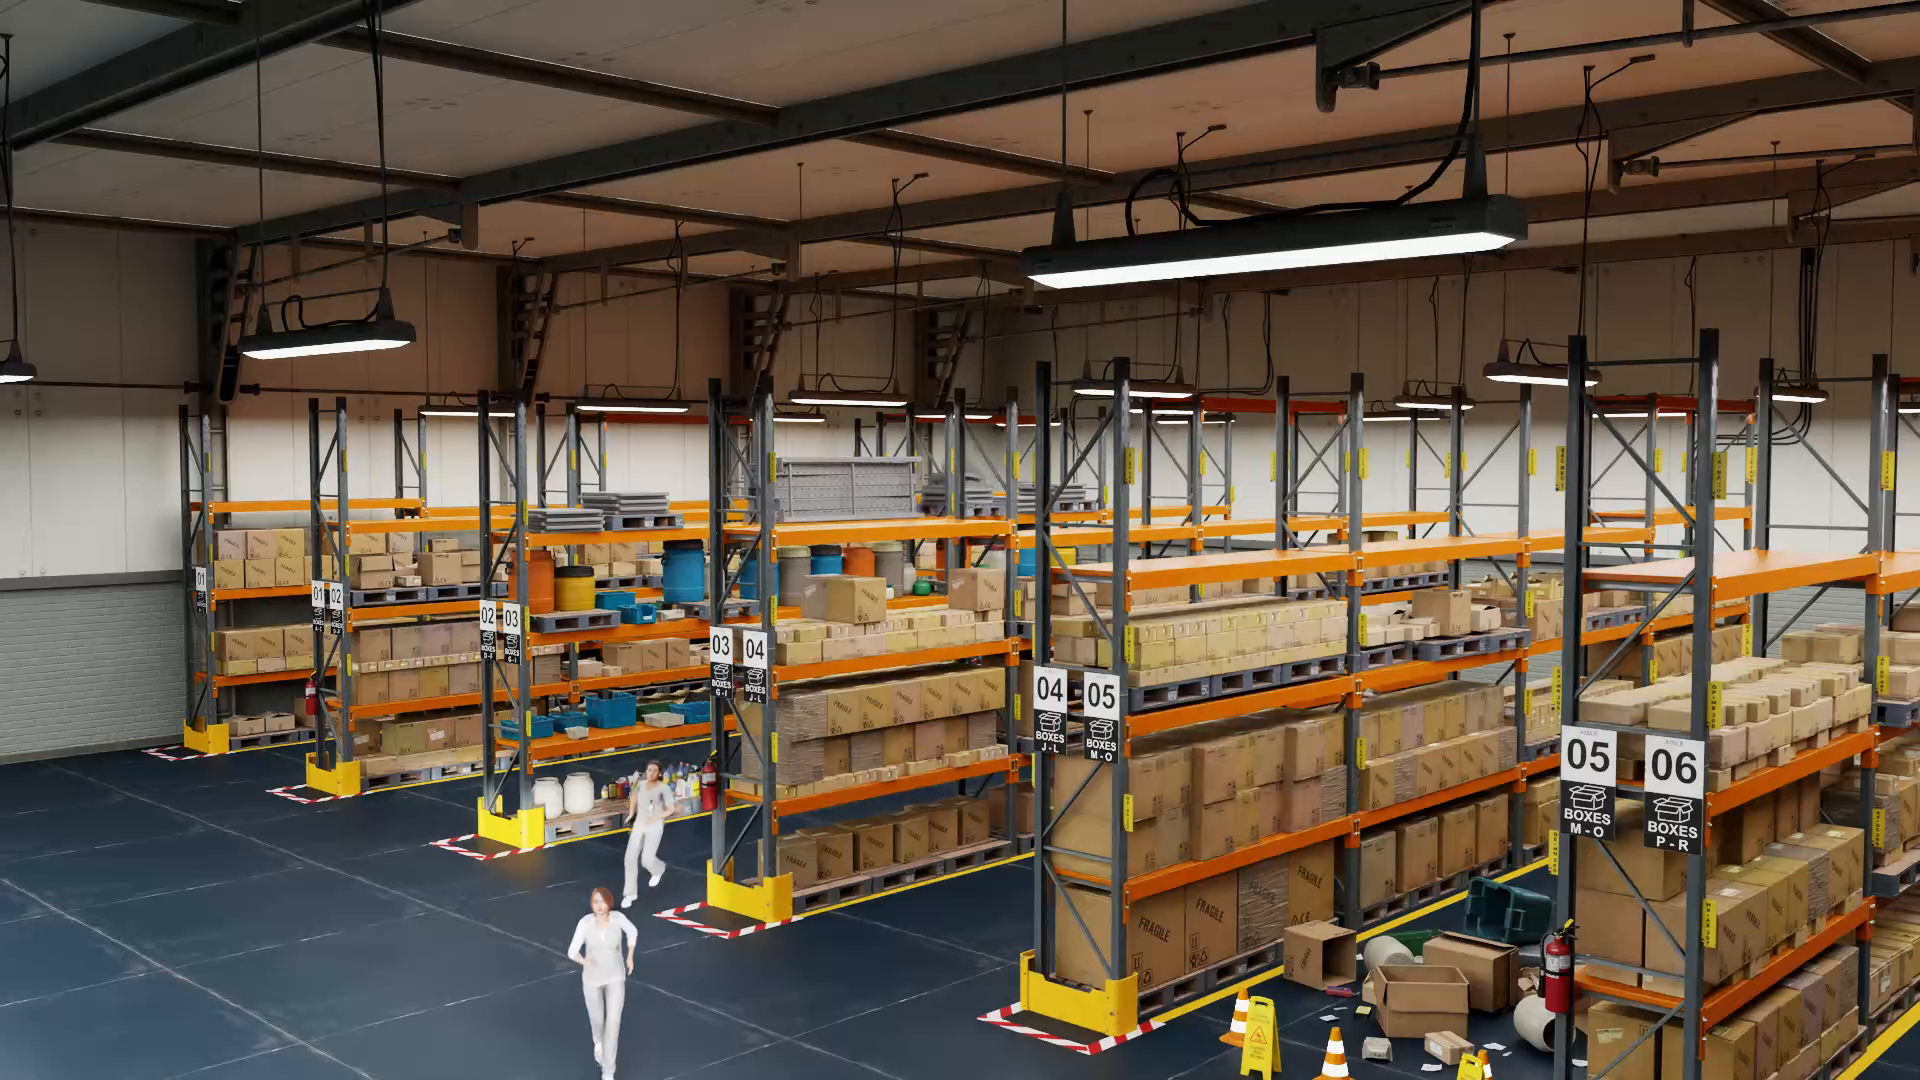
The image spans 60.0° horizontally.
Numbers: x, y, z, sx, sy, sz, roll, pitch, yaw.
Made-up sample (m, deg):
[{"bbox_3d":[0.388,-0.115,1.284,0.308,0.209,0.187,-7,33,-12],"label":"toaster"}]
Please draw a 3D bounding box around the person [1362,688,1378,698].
[{"bbox_3d":[6.041,3.024,24.804,0.561,1.659,0.561,2,4,36],"label":"person"}]

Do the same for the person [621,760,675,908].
[{"bbox_3d":[-3.557,3.348,19.197,0.599,1.664,0.846,1,3,17],"label":"person"}]

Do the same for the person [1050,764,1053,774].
[{"bbox_3d":[1.258,2.967,25.863,0.590,1.740,0.726,2,4,37],"label":"person"}]

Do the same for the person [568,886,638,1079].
[{"bbox_3d":[-2.929,3.646,13.656,0.550,1.600,0.859,0,3,-9],"label":"person"}]

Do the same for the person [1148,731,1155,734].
[{"bbox_3d":[2.461,3.207,20.482,0.671,1.825,0.906,2,4,40],"label":"person"}]
